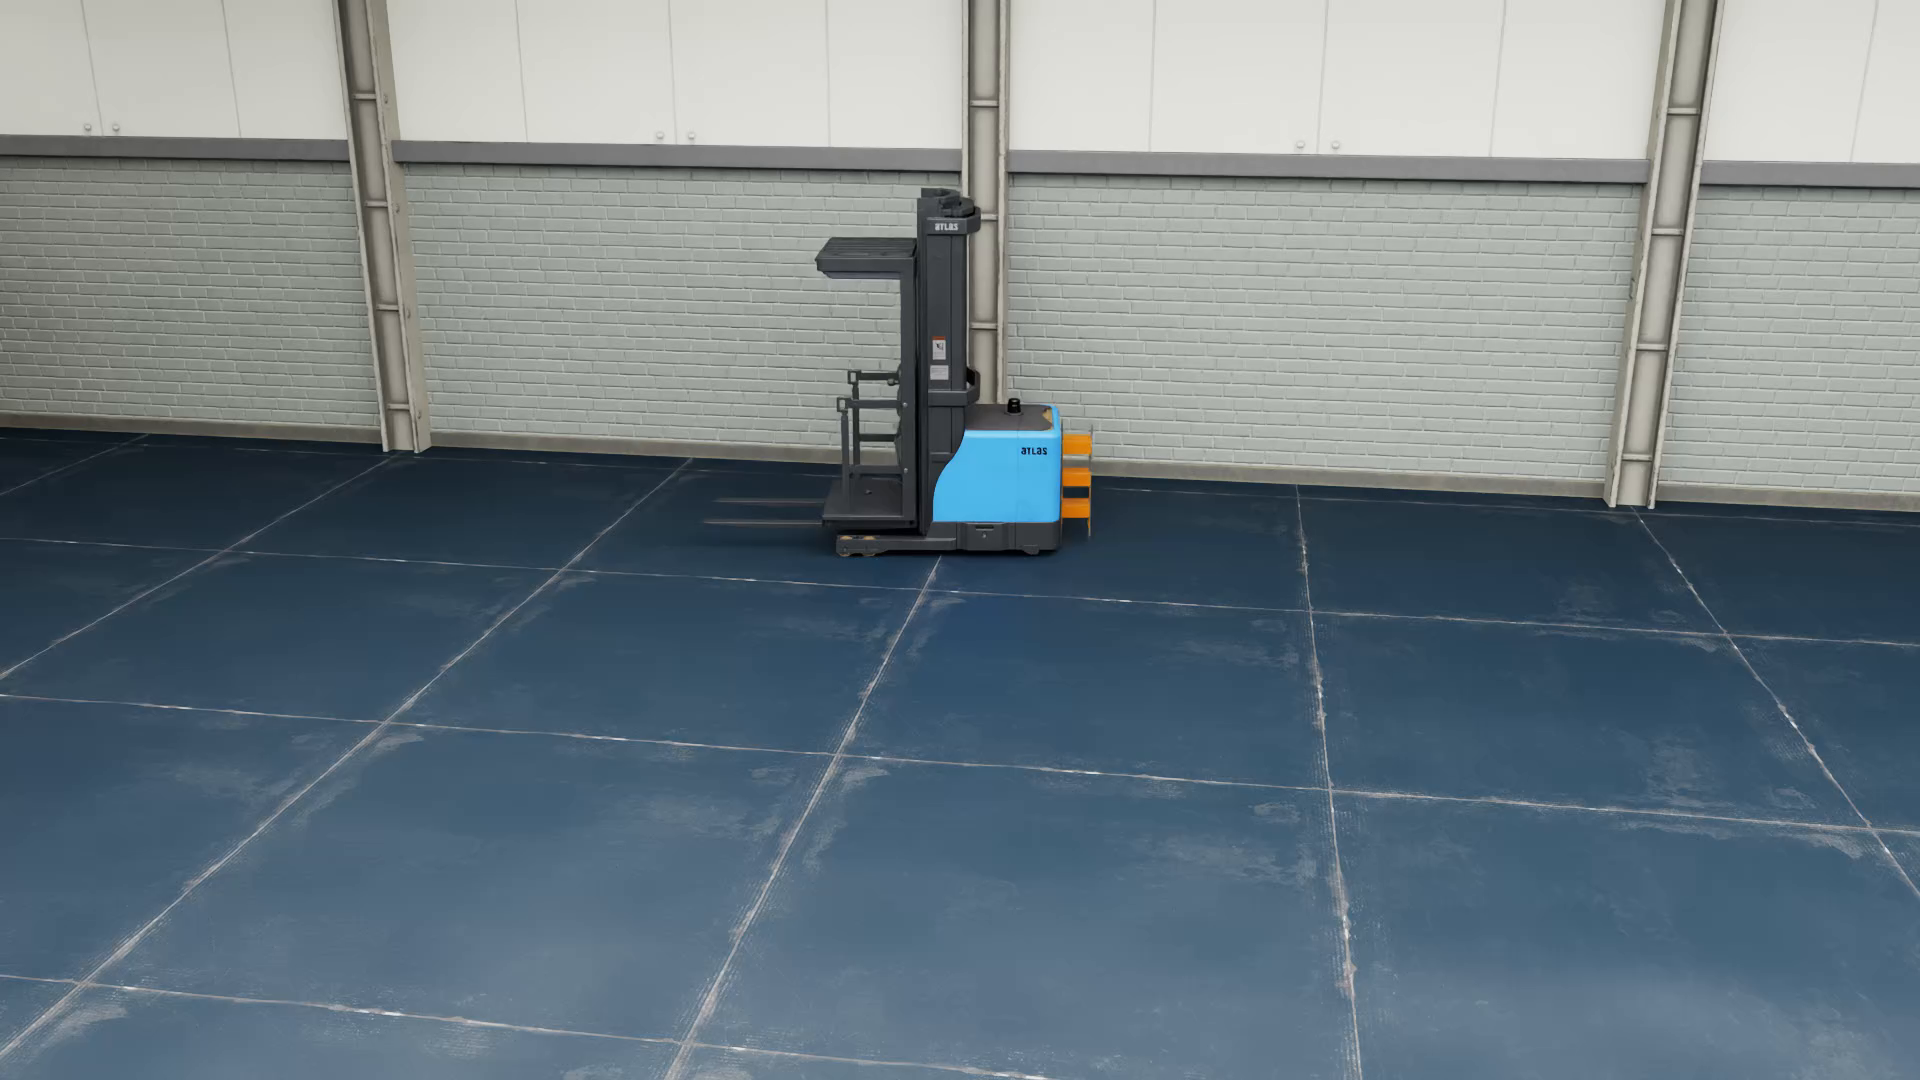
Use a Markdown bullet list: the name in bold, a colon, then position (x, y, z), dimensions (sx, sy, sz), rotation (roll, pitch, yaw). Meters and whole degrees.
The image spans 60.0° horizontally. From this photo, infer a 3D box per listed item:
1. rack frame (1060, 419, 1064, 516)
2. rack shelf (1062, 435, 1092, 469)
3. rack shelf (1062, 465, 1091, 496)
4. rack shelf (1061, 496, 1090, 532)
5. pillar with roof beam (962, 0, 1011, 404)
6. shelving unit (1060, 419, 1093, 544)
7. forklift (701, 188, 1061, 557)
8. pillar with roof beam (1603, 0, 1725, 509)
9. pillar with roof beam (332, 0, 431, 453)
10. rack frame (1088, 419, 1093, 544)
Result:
- **rack frame**: position (0.863, -0.497, 14.133), dimensions (0.008, 1.050, 0.200), rotation (0, 19, 1)
- **rack shelf**: position (0.985, -0.755, 14.043), dimensions (0.240, 0.259, 0.215), rotation (0, 19, 1)
- **rack shelf**: position (0.985, -0.486, 14.133), dimensions (0.240, 0.259, 0.215), rotation (0, 19, 1)
- **rack shelf**: position (0.985, -0.222, 14.221), dimensions (0.240, 0.259, 0.215), rotation (0, 19, 1)
- **pillar with roof beam**: position (-0.447, -3.564, 10.772), dimensions (0.400, 9.000, 9.100), rotation (3, 19, 9)
- **shelving unit**: position (0.985, -0.496, 14.130), dimensions (0.252, 1.050, 0.215), rotation (0, 19, 1)
- **forklift**: position (-0.661, -1.418, 13.921), dimensions (3.031, 2.935, 1.130), rotation (0, 19, 1)
- **pillar with roof beam**: position (5.477, -3.262, 9.870), dimensions (0.400, 9.000, 9.100), rotation (3, 19, 9)
- **pillar with roof beam**: position (-6.371, -3.866, 11.675), dimensions (0.400, 9.000, 9.100), rotation (3, 19, 9)
- **rack frame**: position (1.107, -0.495, 14.127), dimensions (0.008, 1.050, 0.200), rotation (0, 19, 1)
